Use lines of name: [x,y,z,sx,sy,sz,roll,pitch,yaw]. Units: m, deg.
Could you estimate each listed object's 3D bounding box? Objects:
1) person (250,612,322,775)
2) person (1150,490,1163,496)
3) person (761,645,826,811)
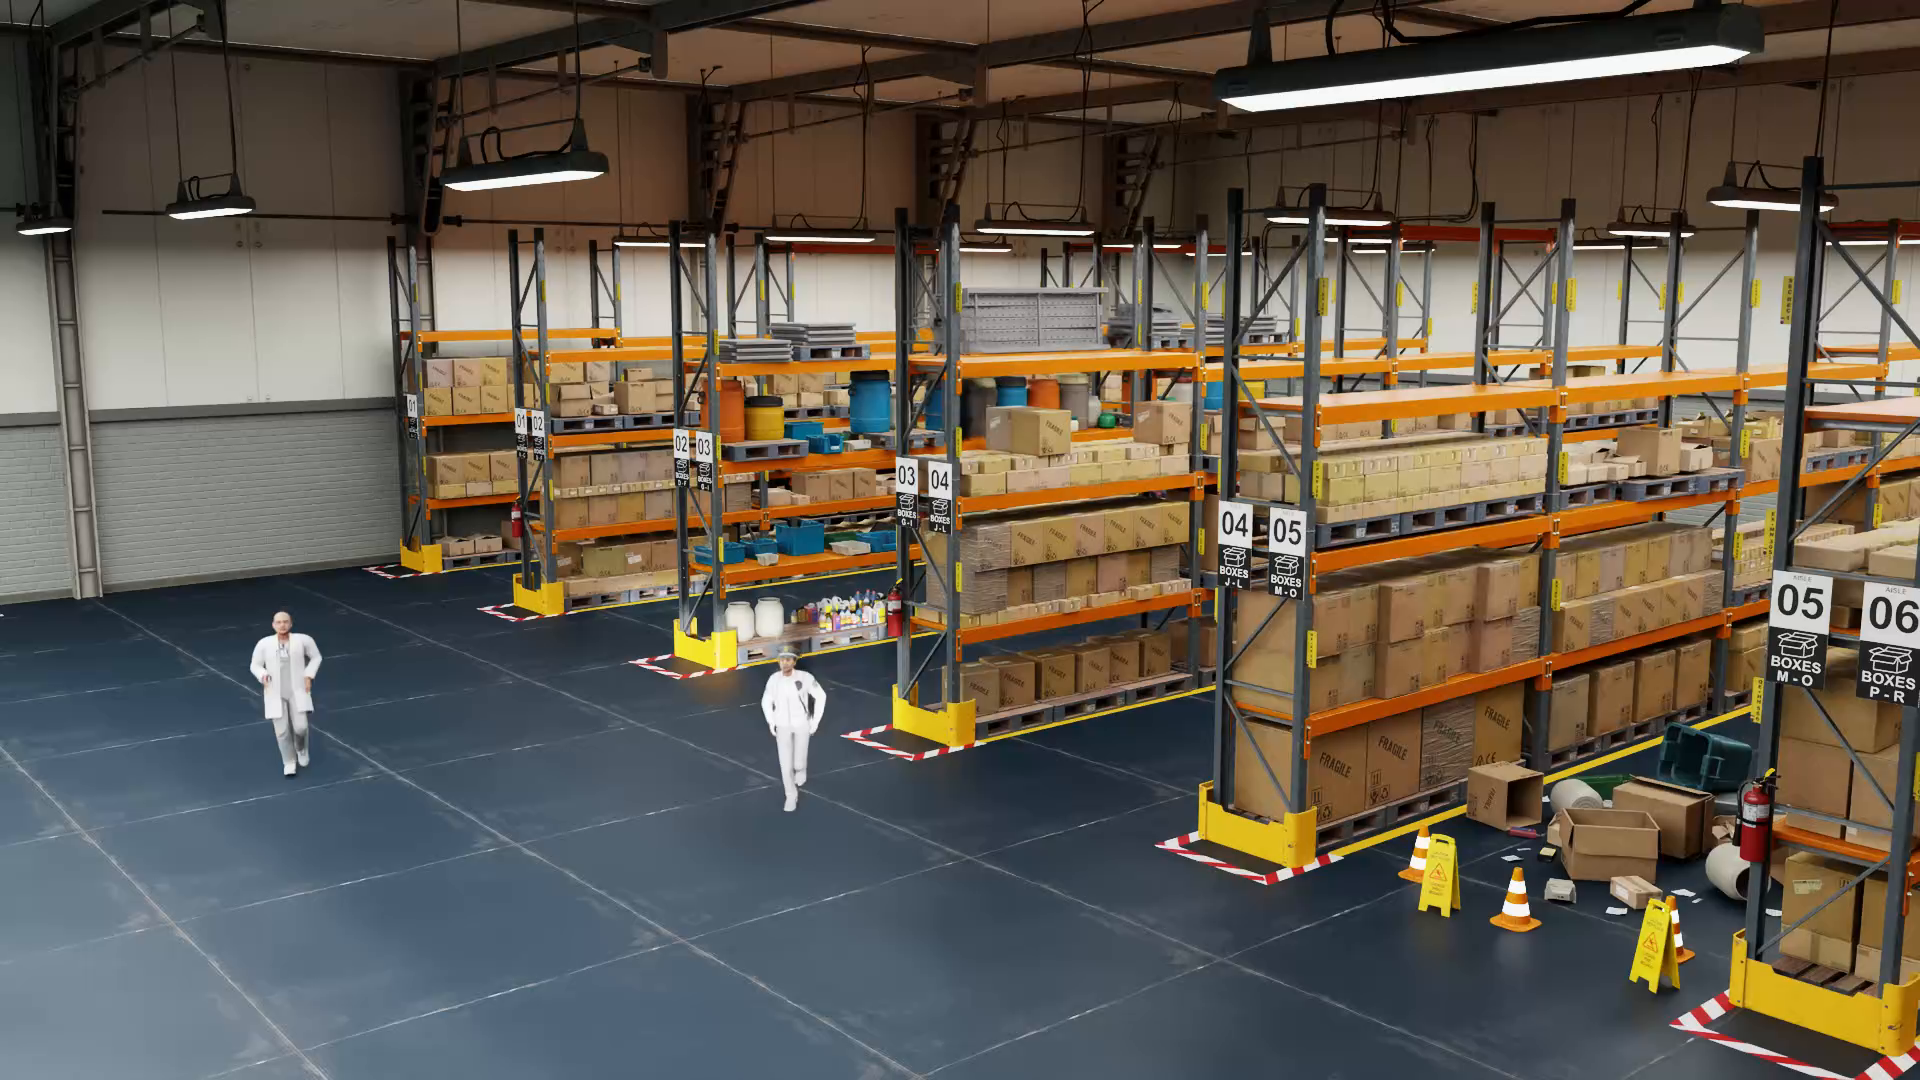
person: [-7.097,1.622,17.549,0.703,1.729,0.651,-3,9,-19]
person: [3.839,-0.591,32.586,0.547,1.561,0.691,7,11,37]
person: [-1.651,1.839,16.505,0.636,1.674,0.598,1,9,5]
